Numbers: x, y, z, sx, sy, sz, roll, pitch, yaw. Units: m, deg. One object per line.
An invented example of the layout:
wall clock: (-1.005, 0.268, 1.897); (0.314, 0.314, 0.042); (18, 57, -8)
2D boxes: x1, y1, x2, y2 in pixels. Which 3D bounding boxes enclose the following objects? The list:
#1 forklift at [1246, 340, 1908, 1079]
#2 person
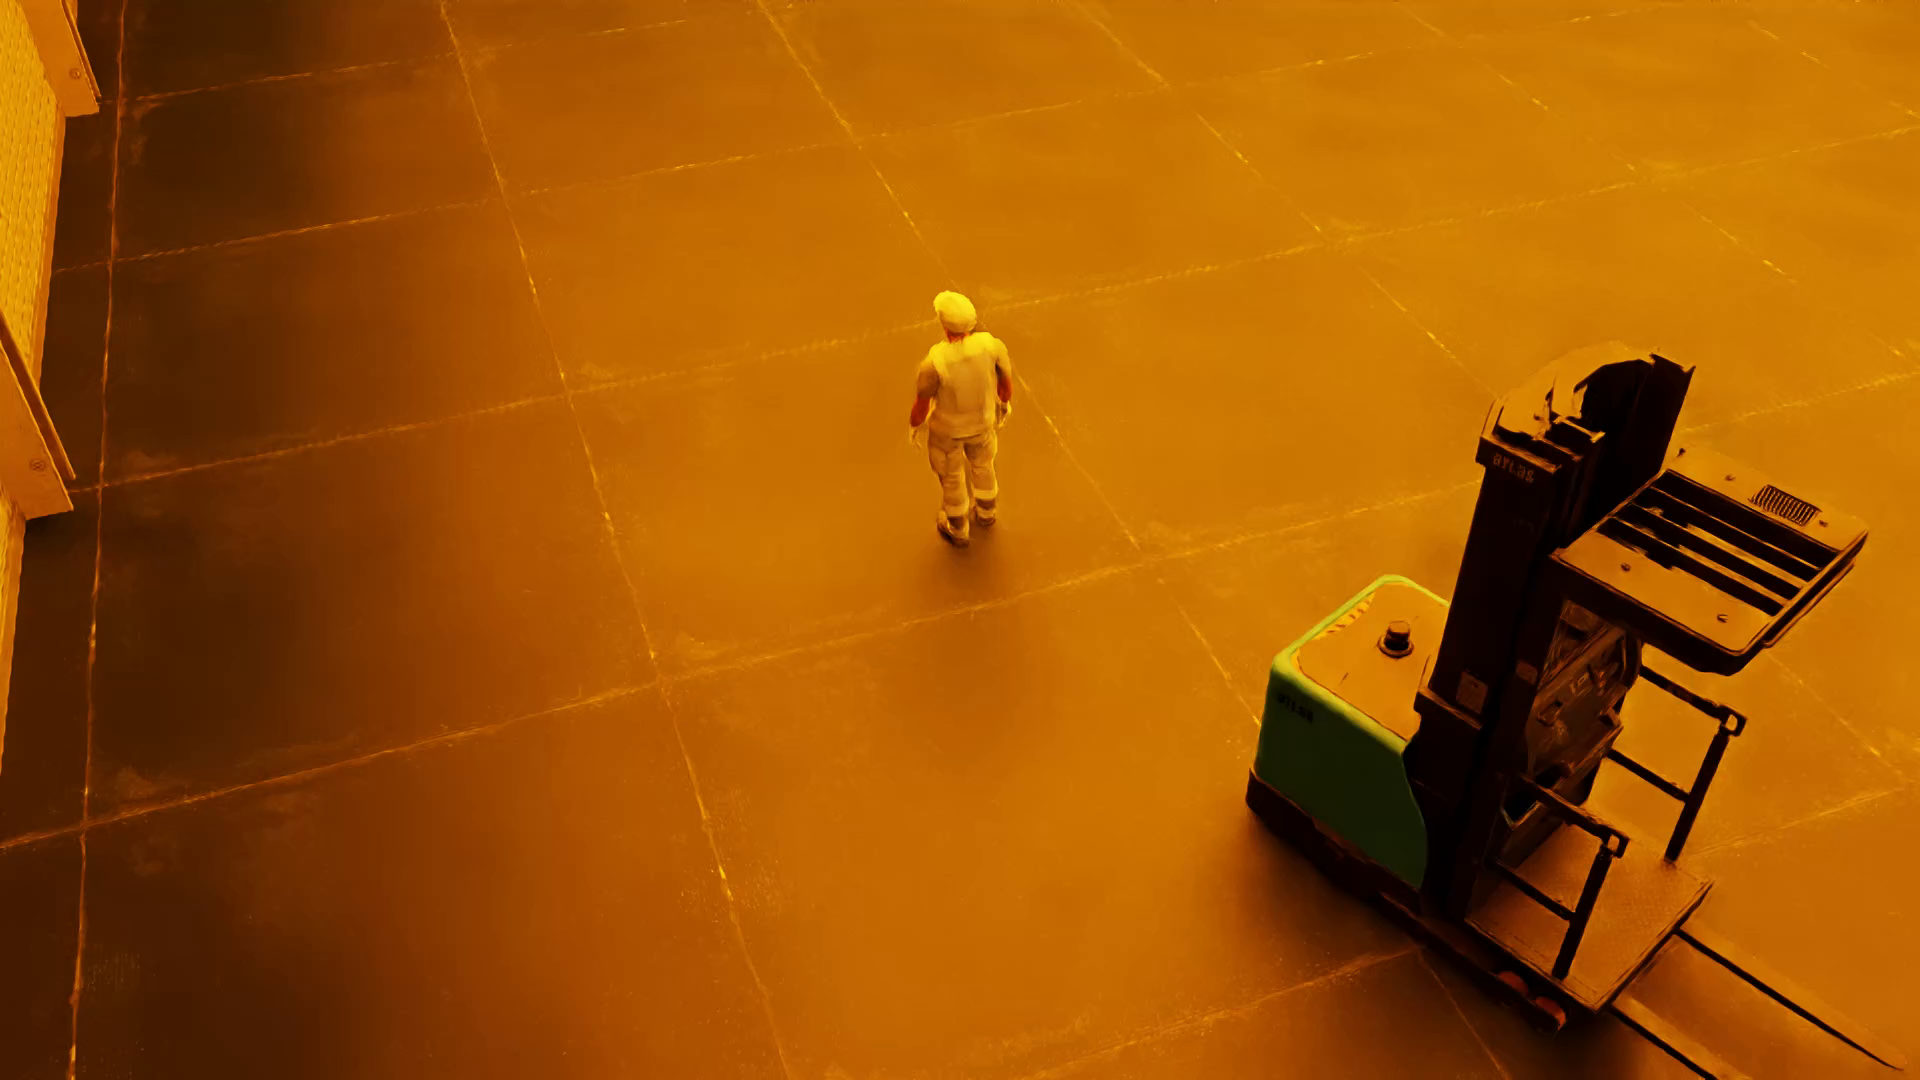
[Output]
forklift: (2.845, 0.752, 7.100); (1.130, 2.935, 3.031); (-31, 49, -31)
person: (-0.017, -0.741, 9.757); (0.637, 1.787, 0.563); (-13, 42, -15)
